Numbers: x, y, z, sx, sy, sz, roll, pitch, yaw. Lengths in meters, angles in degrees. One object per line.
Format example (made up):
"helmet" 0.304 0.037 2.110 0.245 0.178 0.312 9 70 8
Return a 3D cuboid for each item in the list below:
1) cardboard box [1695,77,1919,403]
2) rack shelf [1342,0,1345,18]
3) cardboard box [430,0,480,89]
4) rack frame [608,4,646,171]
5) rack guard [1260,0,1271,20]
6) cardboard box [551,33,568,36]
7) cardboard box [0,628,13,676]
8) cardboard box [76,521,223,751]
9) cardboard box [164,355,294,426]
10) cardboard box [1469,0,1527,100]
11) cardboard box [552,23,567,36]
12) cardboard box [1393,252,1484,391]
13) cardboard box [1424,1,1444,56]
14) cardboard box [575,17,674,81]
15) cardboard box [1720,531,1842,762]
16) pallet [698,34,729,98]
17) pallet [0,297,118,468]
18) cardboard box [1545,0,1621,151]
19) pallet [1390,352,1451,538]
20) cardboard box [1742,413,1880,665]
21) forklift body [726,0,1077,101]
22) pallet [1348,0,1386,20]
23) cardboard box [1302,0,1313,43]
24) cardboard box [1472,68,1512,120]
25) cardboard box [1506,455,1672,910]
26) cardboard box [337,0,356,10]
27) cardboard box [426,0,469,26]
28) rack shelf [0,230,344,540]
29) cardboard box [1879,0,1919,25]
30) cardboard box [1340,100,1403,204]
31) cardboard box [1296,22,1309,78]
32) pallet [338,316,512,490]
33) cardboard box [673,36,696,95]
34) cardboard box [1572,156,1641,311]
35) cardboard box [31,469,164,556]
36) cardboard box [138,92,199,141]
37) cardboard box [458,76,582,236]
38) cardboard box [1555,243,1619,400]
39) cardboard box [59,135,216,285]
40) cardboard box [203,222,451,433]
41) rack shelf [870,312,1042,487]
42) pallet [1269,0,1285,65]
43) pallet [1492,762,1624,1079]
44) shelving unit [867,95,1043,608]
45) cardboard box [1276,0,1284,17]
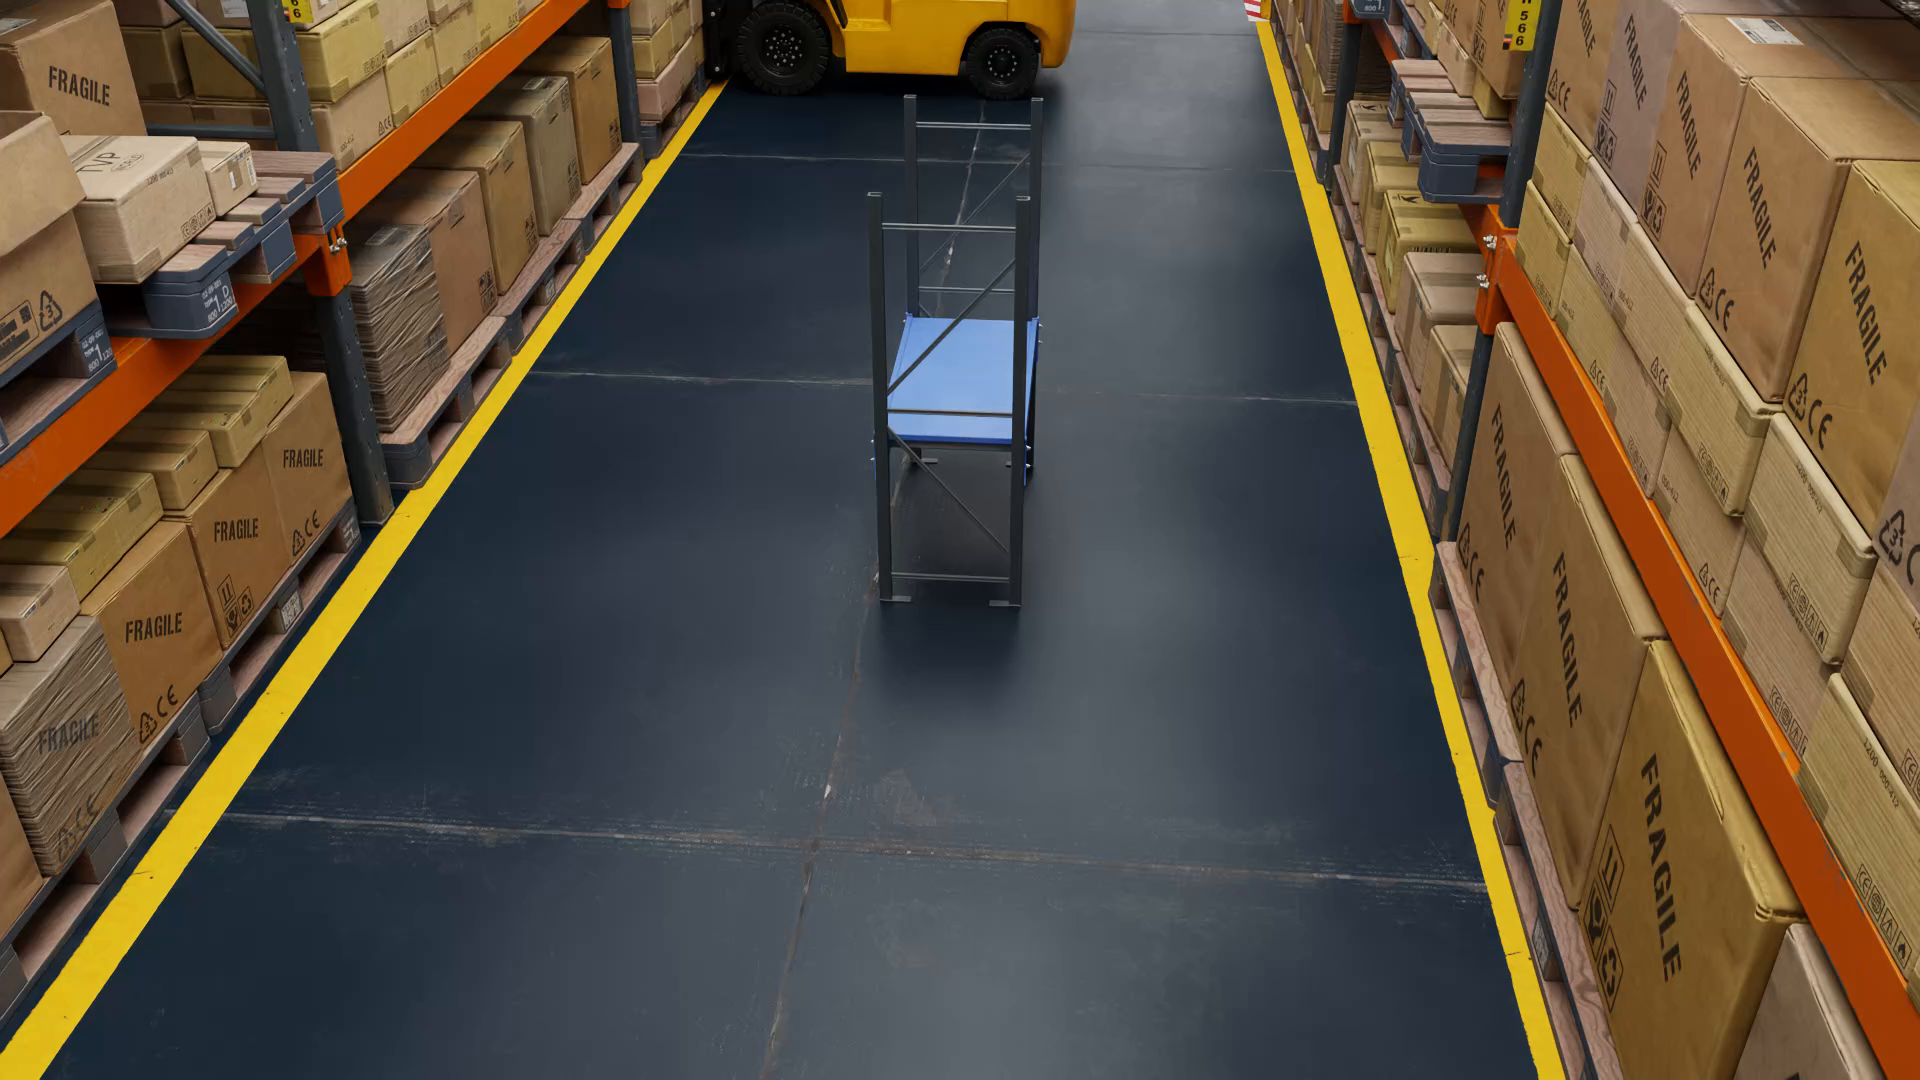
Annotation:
"cardboard box" 1.843 -0.596 3.310 0.500 0.500 0.500 3 32 5
"rack shelf" 2.749 -4.000 10.567 1.077 0.370 4.000 2 32 4
"cardboard box" -2.327 -2.069 6.891 0.500 0.250 0.500 1 32 2
"rack frame" -2.362 -3.470 9.022 1.000 3.000 0.127 2 32 4
"rack guard" 2.905 -4.248 12.666 1.175 0.500 0.348 2 32 4
"cardboard box" -2.526 -2.955 9.929 0.500 0.250 0.500 2 32 3
"cardboard box" -2.682 0.318 4.239 0.380 0.149 0.250 3 32 4
"cardboard box" -2.599 0.272 4.932 0.500 0.500 0.500 4 32 6
"cardboard box" -2.475 -0.500 5.567 0.380 0.149 0.250 1 32 2
"cardboard box" 2.020 -1.766 5.478 0.500 0.500 0.500 2 32 3
"cardboard box" -2.515 -3.170 9.802 0.500 0.250 0.500 3 32 5
"cardboard box" 2.368 -0.910 6.972 0.950 0.372 0.625 2 32 3
"cardboard box" 2.015 -1.975 6.434 0.380 0.149 0.250 3 32 5
"cardboard box" -2.015 -2.931 9.891 0.500 0.250 0.500 2 32 4
"cardboard box" 1.822 0.212 3.189 0.500 0.250 0.500 2 32 3
"pallet" -2.159 -3.337 11.463 1.003 0.211 1.213 2 32 4
"pallet" -2.841 -0.280 4.028 1.003 0.211 1.213 2 32 4
"cardboard box" 1.976 -1.389 4.597 0.500 0.500 0.500 1 32 2
"pallet" 2.325 -0.390 6.682 1.003 0.211 1.213 2 32 4
"cardboard box" 1.797 0.000 3.057 0.500 0.250 0.500 3 32 5
"forklift body" -0.372 -4.131 10.903 2.313 2.155 1.214 2 32 4
"pallet" 2.378 -2.785 8.093 1.003 0.211 1.213 2 32 4
"cardboard box" 2.446 -3.441 10.481 0.500 0.500 0.500 4 32 7
"cardboard box" 2.002 -1.565 5.770 0.380 0.149 0.250 3 32 5
"cardboard box" 2.044 0.381 4.398 0.875 0.875 0.875 3 32 5
"cardboard box" -2.348 -1.991 5.908 0.380 0.149 0.250 3 32 5
"cardboard box" -2.305 -2.284 6.763 0.500 0.250 0.500 2 32 3
"rack shelf" -2.850 -0.027 4.120 1.077 0.370 4.000 2 32 4
"cardboard box" 2.445 -1.087 4.106 0.500 0.500 0.500 3 32 5
"cardboard box" 2.545 -2.046 8.815 0.950 0.372 0.625 3 32 5
"cardboard box" 2.445 -3.134 10.696 0.500 0.250 0.500 3 32 5
"pallet" -2.582 -0.620 7.055 1.003 0.211 1.213 2 32 4
"cardboard box" -1.966 -2.983 10.453 0.500 0.250 0.500 2 32 3
"cardboard box" 1.929 -0.793 4.344 0.500 0.250 0.500 3 32 5
"cardboard box" -2.599 -0.084 4.892 0.380 0.149 0.250 3 32 5
"cardboard box" -2.906 -1.561 6.066 0.500 0.250 0.500 2 32 3
"cardboard box" -2.464 -1.959 8.433 0.875 0.625 0.625 2 32 3
"cardboard box" 1.945 -0.590 4.492 0.500 0.250 0.500 2 32 3
"cardboard box" -2.451 -0.928 4.640 0.500 0.250 0.500 1 32 2
"cardboard box" -2.623 -0.872 6.669 0.875 0.625 0.625 3 32 6
"rack shelf" 0.007 -0.530 6.023 0.538 0.185 1.000 2 32 4
"pallet" 2.804 -3.702 12.055 1.003 0.211 1.213 2 32 4
"pallet" 2.019 1.064 4.323 1.003 0.211 1.213 2 32 4
"shelving unit" 0.007 -0.683 5.929 0.538 1.500 1.048 2 32 4
"cardboard box" 2.570 -3.950 12.021 0.500 0.250 0.500 2 32 4
